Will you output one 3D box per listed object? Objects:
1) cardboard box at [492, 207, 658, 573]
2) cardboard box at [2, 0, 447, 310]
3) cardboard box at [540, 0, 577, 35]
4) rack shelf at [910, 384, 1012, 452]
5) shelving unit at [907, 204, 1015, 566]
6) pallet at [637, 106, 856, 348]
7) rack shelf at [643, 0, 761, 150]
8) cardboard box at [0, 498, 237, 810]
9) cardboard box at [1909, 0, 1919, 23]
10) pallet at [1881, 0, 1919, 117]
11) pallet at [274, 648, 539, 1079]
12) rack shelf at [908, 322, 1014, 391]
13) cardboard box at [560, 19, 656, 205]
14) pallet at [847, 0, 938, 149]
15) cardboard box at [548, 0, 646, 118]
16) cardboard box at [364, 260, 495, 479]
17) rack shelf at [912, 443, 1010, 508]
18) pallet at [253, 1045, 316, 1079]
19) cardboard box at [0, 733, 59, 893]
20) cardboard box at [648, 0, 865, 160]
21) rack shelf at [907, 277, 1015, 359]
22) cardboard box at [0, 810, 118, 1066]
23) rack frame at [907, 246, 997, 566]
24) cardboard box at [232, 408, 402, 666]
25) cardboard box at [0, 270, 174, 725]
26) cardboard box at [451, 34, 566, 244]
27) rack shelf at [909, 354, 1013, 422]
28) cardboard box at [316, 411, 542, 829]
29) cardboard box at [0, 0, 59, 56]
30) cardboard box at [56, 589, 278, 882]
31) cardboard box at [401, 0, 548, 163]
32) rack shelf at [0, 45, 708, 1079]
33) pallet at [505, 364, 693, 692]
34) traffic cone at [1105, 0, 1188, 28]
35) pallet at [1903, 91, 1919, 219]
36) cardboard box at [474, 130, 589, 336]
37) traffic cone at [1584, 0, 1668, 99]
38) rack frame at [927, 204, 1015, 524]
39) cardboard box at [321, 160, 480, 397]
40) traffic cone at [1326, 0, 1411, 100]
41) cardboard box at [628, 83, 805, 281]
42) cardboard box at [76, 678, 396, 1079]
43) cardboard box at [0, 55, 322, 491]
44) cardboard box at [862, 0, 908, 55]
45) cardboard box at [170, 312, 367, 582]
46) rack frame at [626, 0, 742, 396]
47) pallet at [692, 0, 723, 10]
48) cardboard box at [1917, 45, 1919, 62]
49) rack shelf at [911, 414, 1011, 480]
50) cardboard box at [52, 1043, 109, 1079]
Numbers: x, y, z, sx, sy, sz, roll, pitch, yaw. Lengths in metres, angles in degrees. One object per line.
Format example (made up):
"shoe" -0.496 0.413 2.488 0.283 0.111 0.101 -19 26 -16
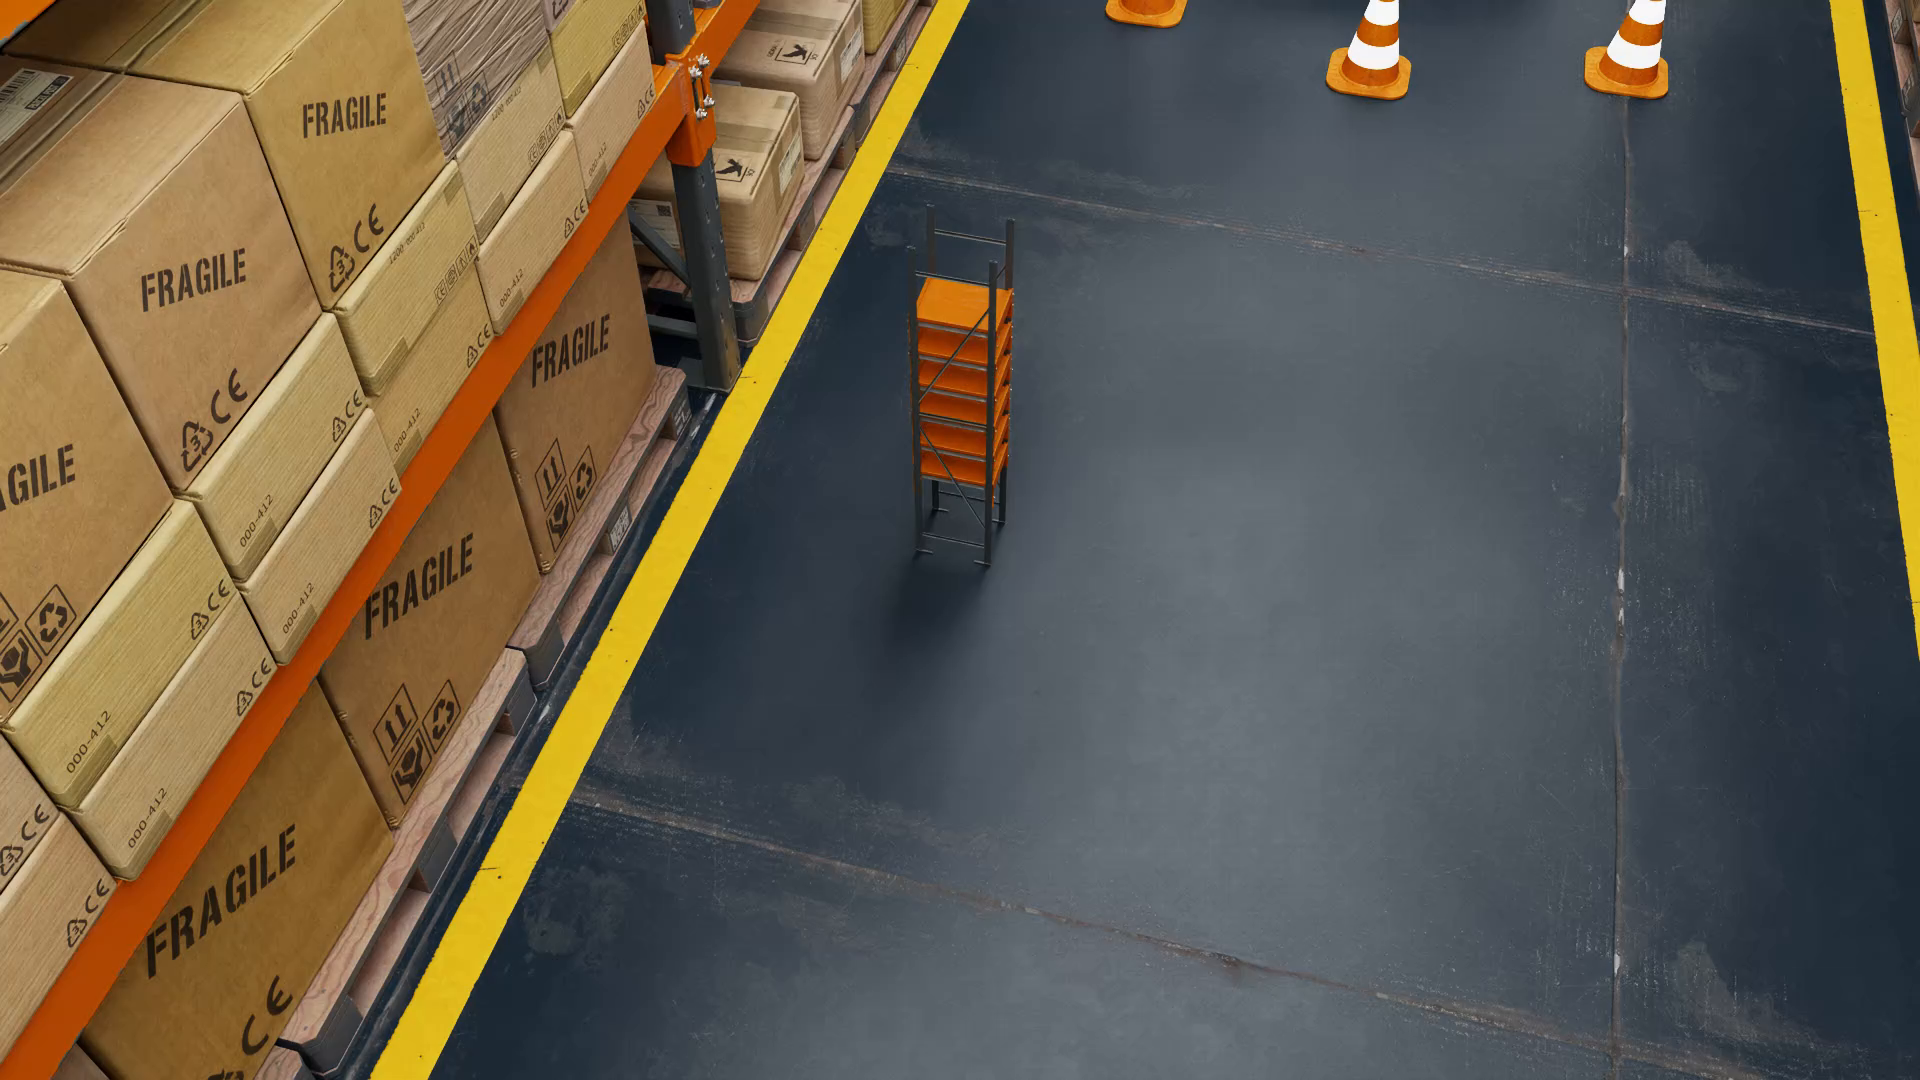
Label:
"cardboard box" -1.515 -0.583 4.901 0.875 0.875 0.875 11 50 10
"cardboard box" -1.401 -0.838 3.255 0.500 0.500 0.500 12 50 10
"cardboard box" -1.137 -1.569 3.900 0.500 0.500 0.500 10 49 9
"rack shelf" 0.004 -0.378 4.843 0.258 0.103 0.180 12 50 10
"shelving unit" 0.004 -0.407 4.809 0.258 1.200 0.189 12 50 10
"pallet" -1.046 -1.273 6.232 1.003 0.211 1.213 12 50 10
"rack shelf" -0.727 -2.839 6.235 1.077 0.370 4.000 12 50 10
"cardboard box" -1.649 0.142 2.891 0.500 0.250 0.500 12 50 11
"cardboard box" 4.525 -2.548 6.718 1.050 0.750 0.750 11 50 10
"pallet" 4.471 -2.124 6.984 1.003 0.211 1.213 12 50 10
"pallet" -1.856 0.727 4.467 1.003 0.211 1.213 12 50 10
"rack shelf" 0.004 -0.537 4.663 0.258 0.103 0.180 12 50 10
"cardboard box" -1.136 -1.164 4.376 0.500 0.250 0.500 10 49 9
"pallet" -0.723 -2.152 7.009 1.003 0.211 1.213 12 50 10
"cardboard box" -1.135 -1.346 4.204 0.500 0.250 0.500 11 50 10
"cardboard box" -1.403 -0.430 3.729 0.500 0.250 0.500 11 50 10
"rack shelf" 0.004 -0.219 5.023 0.258 0.103 0.180 12 50 10
"pallet" -2.175 1.613 3.686 1.003 0.211 1.213 12 50 10
"cardboard box" -1.808 0.502 2.573 0.500 0.250 0.500 12 50 11
"cardboard box" -0.908 -1.842 6.347 0.950 0.372 0.625 11 49 9
"rack shelf" 0.004 -0.616 4.573 0.258 0.103 0.180 12 50 10
"cardboard box" -1.801 0.672 2.756 0.500 0.250 0.500 10 49 9
"rack frame" -0.020 -0.341 4.751 0.240 1.200 0.006 12 50 10
"cardboard box" -1.510 -0.056 3.398 0.500 0.250 0.500 11 49 9
"cardboard box" -1.671 -0.098 2.603 0.500 0.500 0.500 10 49 9
"cardboard box" -1.267 -0.974 3.876 0.500 0.250 0.500 10 49 9
"rack shelf" 0.004 -0.458 4.753 0.258 0.103 0.180 12 50 10
"cardboard box" -1.754 0.061 4.332 0.875 0.875 0.875 12 50 10
"cardboard box" -1.891 -0.954 3.358 0.500 0.500 0.500 13 50 11
"cardboard box" -1.650 0.304 3.081 0.500 0.250 0.500 11 50 10
"cardboard box" -1.264 -1.196 3.571 0.500 0.500 0.500 12 50 11
"rack shelf" -1.779 0.054 3.681 1.077 0.370 4.000 12 50 10
"pallet" -1.533 -0.152 5.244 1.003 0.211 1.213 12 50 10
"traffic cone" 0.824 -2.511 7.158 0.336 0.463 0.334 12 50 10
"pallet" 4.152 -1.239 6.203 1.003 0.211 1.213 12 50 10
"cardboard box" -1.255 -0.791 4.048 0.500 0.250 0.500 12 50 11
"traffic cone" 2.792 -2.108 6.802 0.336 0.463 0.334 12 50 10
"rack frame" 0.028 -0.474 4.868 0.240 1.200 0.006 12 50 10
"cardboard box" -1.382 -0.600 3.545 0.500 0.250 0.500 10 49 9
"traffic cone" 1.712 -2.104 6.798 0.336 0.463 0.334 12 50 10
"cardboard box" -1.095 -1.307 5.875 0.950 0.372 0.625 9 49 7
"cardboard box" -1.990 0.708 3.762 0.875 0.875 0.875 13 50 11
"cardboard box" -1.541 -0.473 2.934 0.500 0.500 0.500 11 49 9
"cardboard box" -0.703 -2.389 6.831 0.950 0.372 0.625 13 50 11
"cardboard box" -1.518 -0.224 3.214 0.500 0.250 0.500 10 49 9
"rack frame" -1.253 -1.630 4.688 1.000 3.000 0.127 12 50 10
"pallet" -1.168 -2.103 5.234 1.213 0.211 1.003 12 50 10
"cardboard box" 4.268 -1.851 6.103 1.050 0.750 0.750 12 50 10
"rack shelf" 0.004 -0.299 4.933 0.258 0.103 0.180 12 50 10
"cardboard box" -2.220 1.363 3.184 0.875 0.875 0.875 13 50 11
